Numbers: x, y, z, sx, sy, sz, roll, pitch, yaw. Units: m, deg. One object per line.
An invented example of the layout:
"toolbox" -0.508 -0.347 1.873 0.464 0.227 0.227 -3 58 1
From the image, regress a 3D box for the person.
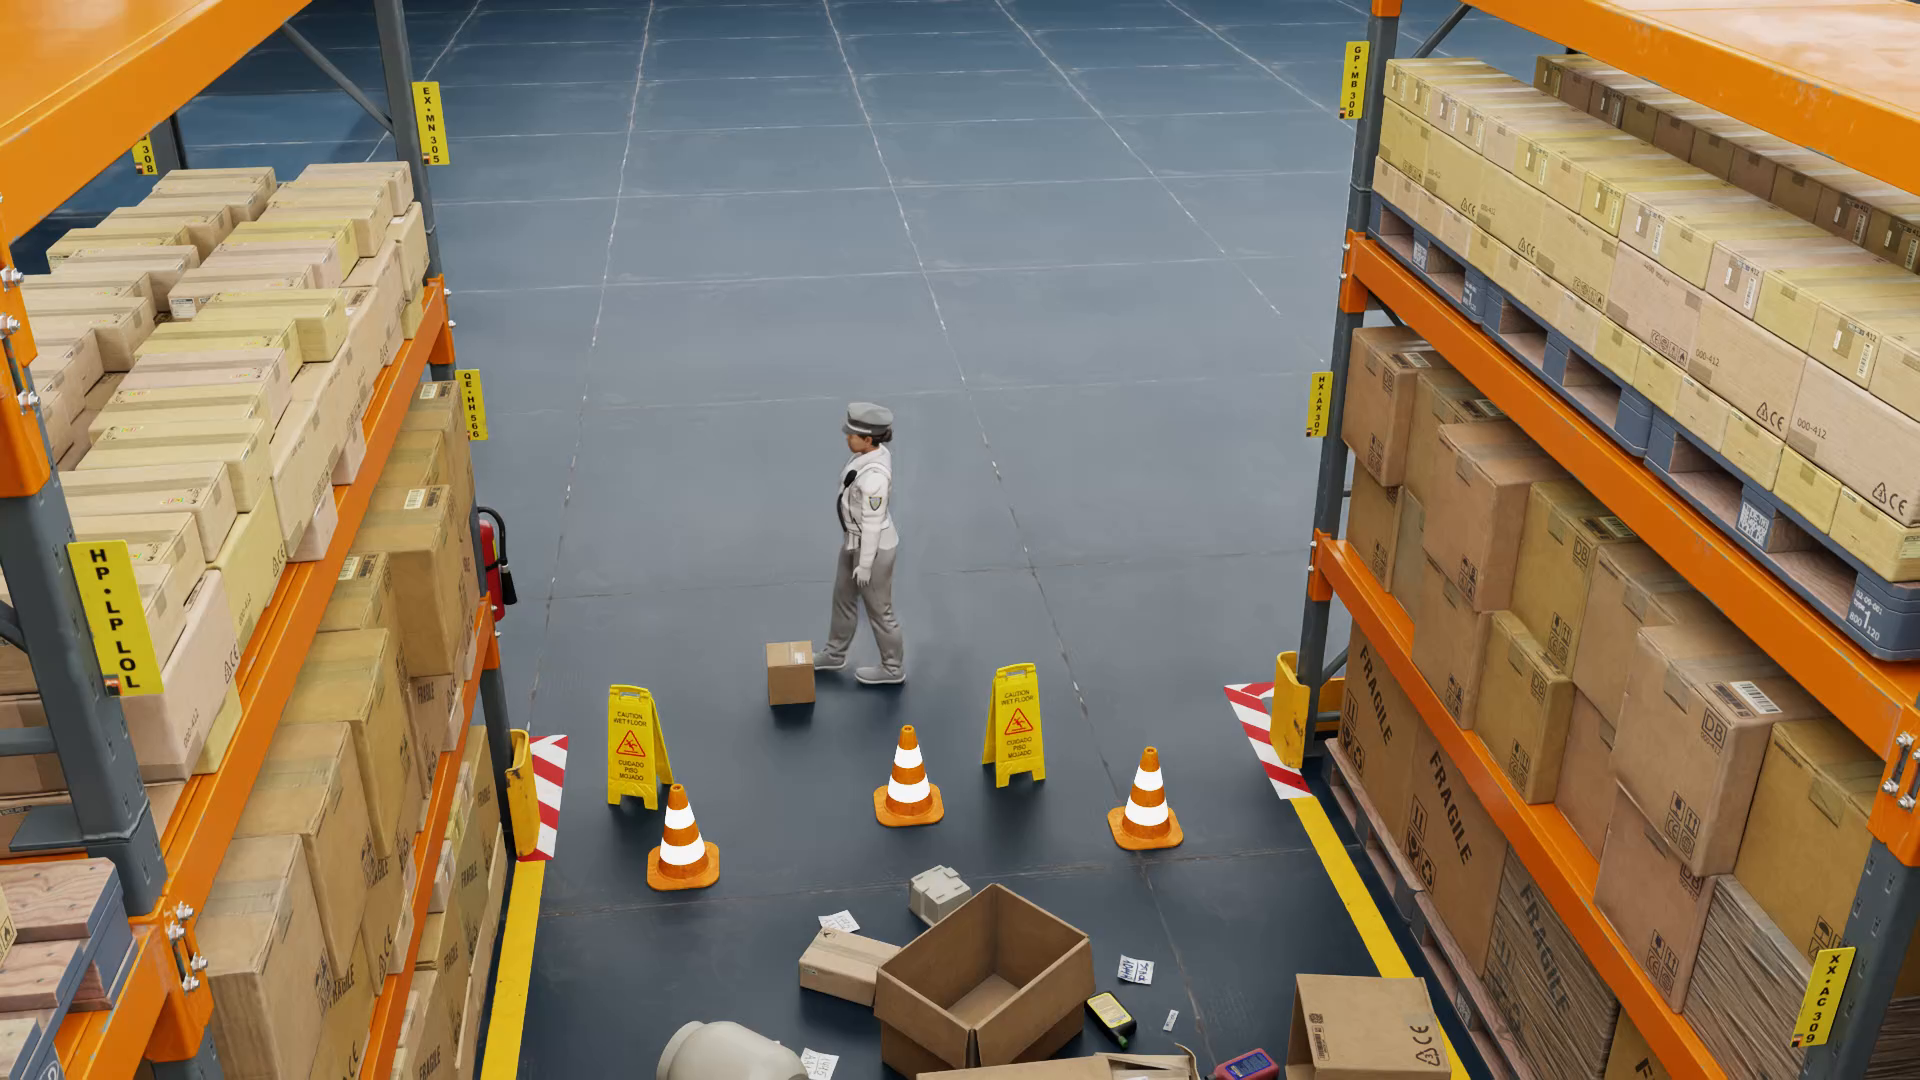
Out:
"person" -0.615 0.046 8.967 0.605 1.666 0.479 -4 28 -7
